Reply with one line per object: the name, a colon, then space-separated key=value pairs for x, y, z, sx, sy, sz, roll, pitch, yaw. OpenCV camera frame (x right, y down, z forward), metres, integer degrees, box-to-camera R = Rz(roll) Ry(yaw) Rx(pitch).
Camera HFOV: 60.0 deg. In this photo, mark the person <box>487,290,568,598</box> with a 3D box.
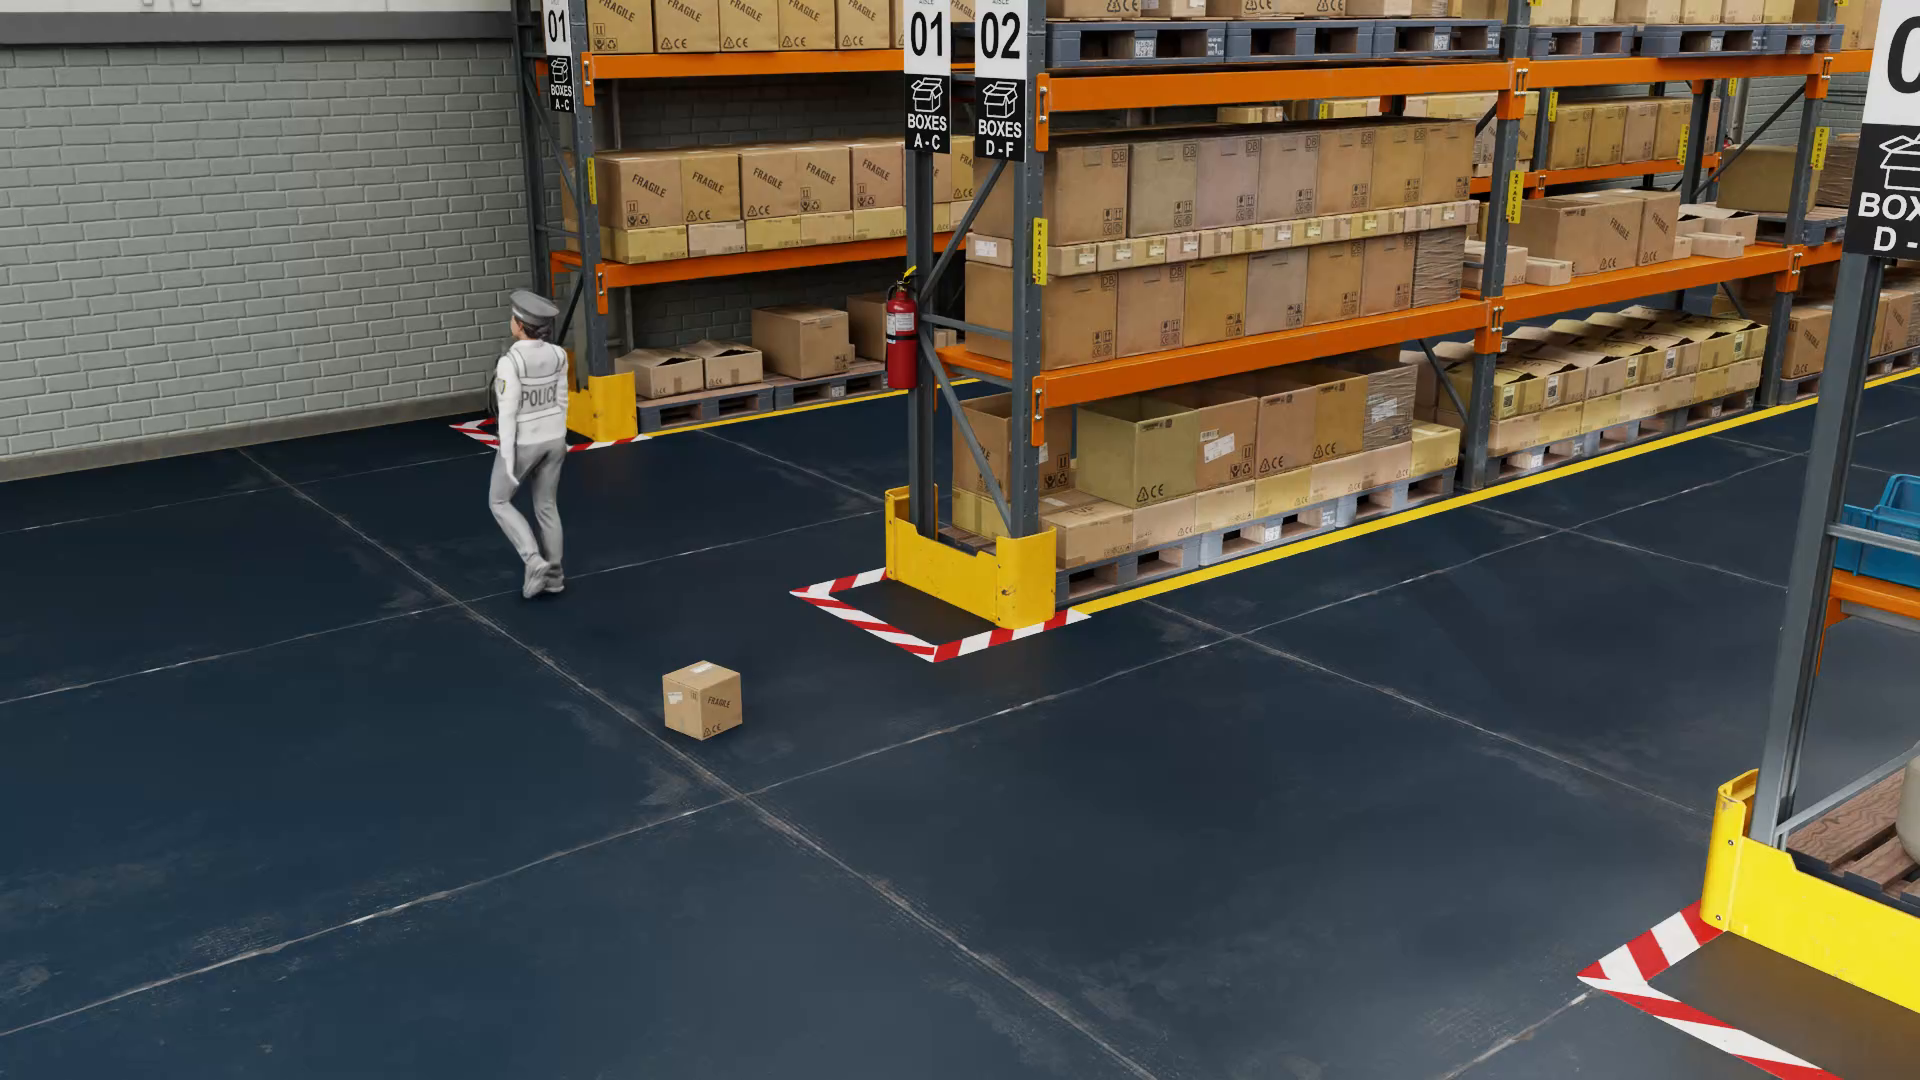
person: x=-2.339 y=-0.517 z=9.044 sx=0.435 sy=1.690 sz=0.488 roll=15 pitch=23 yaw=39
